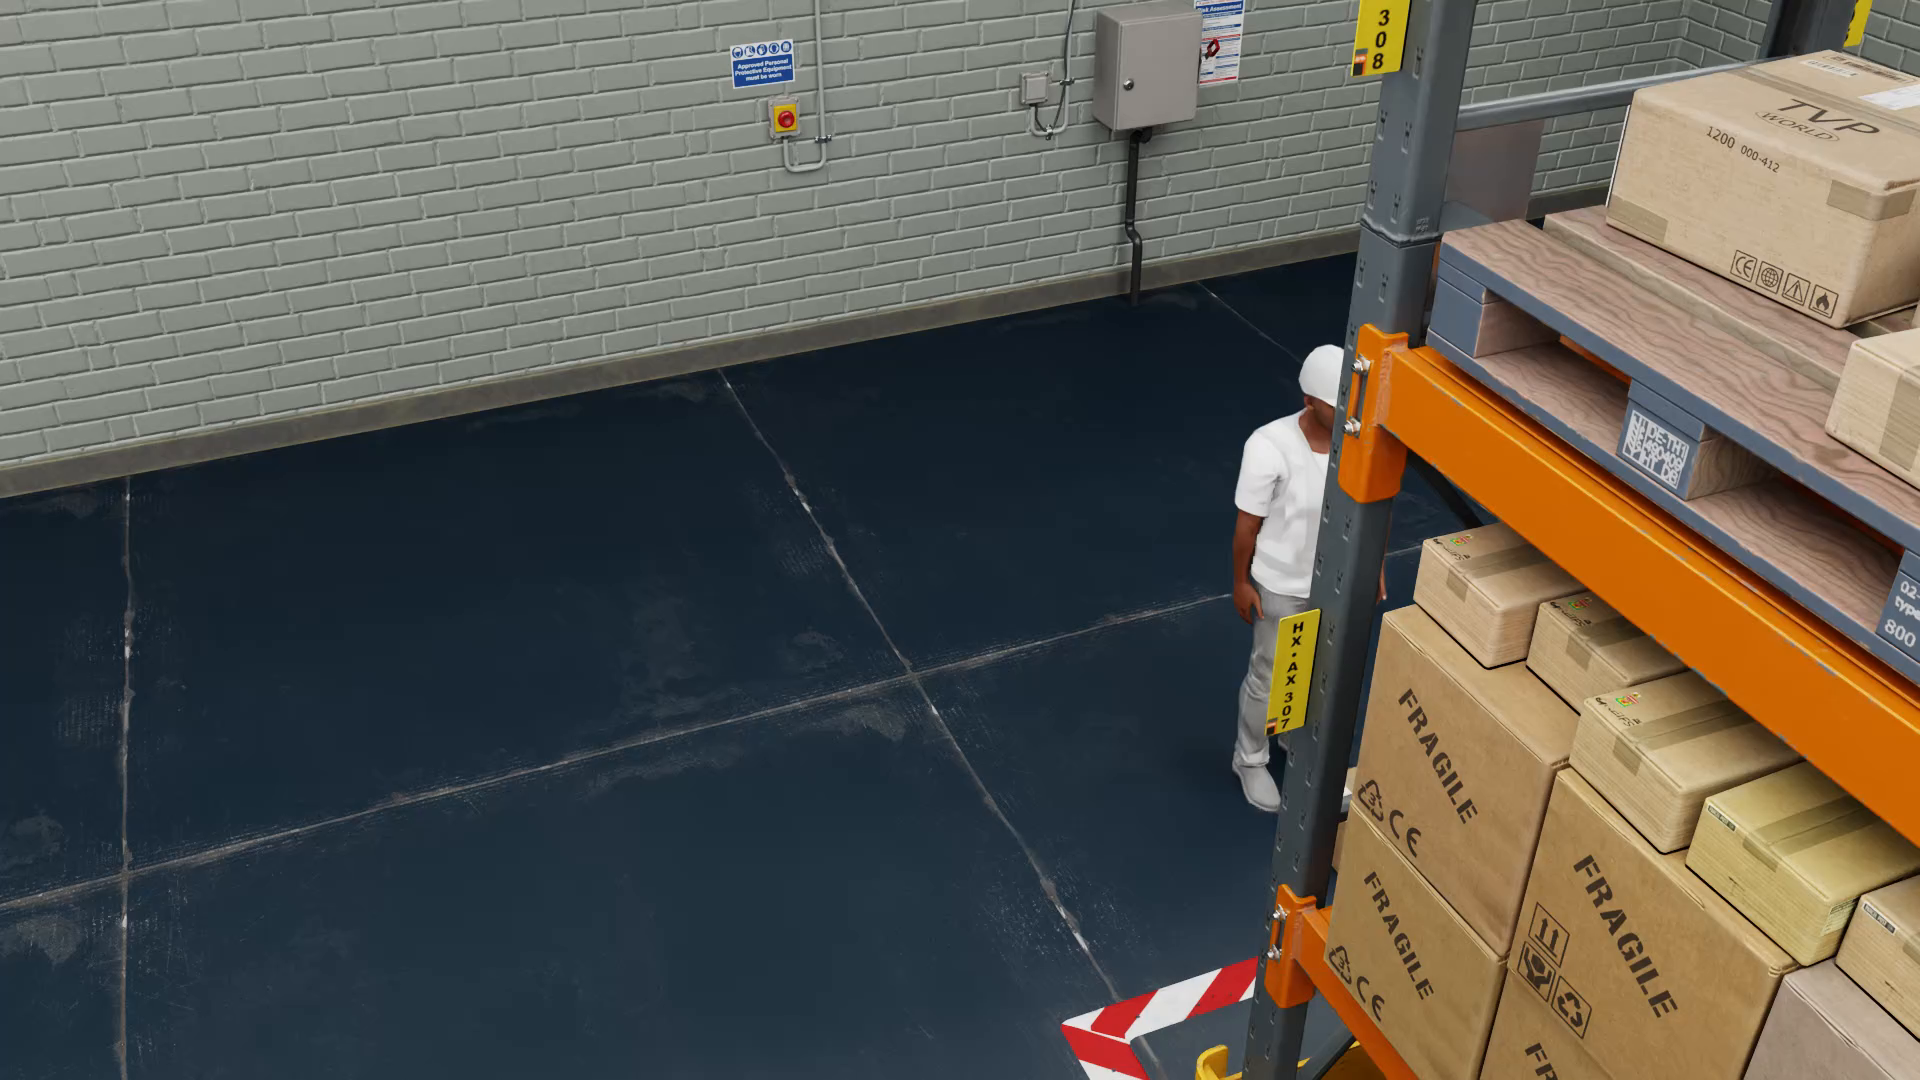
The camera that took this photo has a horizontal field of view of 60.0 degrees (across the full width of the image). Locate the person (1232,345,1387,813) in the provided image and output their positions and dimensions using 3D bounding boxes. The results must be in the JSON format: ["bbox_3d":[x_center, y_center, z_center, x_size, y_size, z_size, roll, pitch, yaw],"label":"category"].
[{"bbox_3d":[1.261,0.139,5.912,0.582,1.779,0.419,-12,35,-17],"label":"person"}]
